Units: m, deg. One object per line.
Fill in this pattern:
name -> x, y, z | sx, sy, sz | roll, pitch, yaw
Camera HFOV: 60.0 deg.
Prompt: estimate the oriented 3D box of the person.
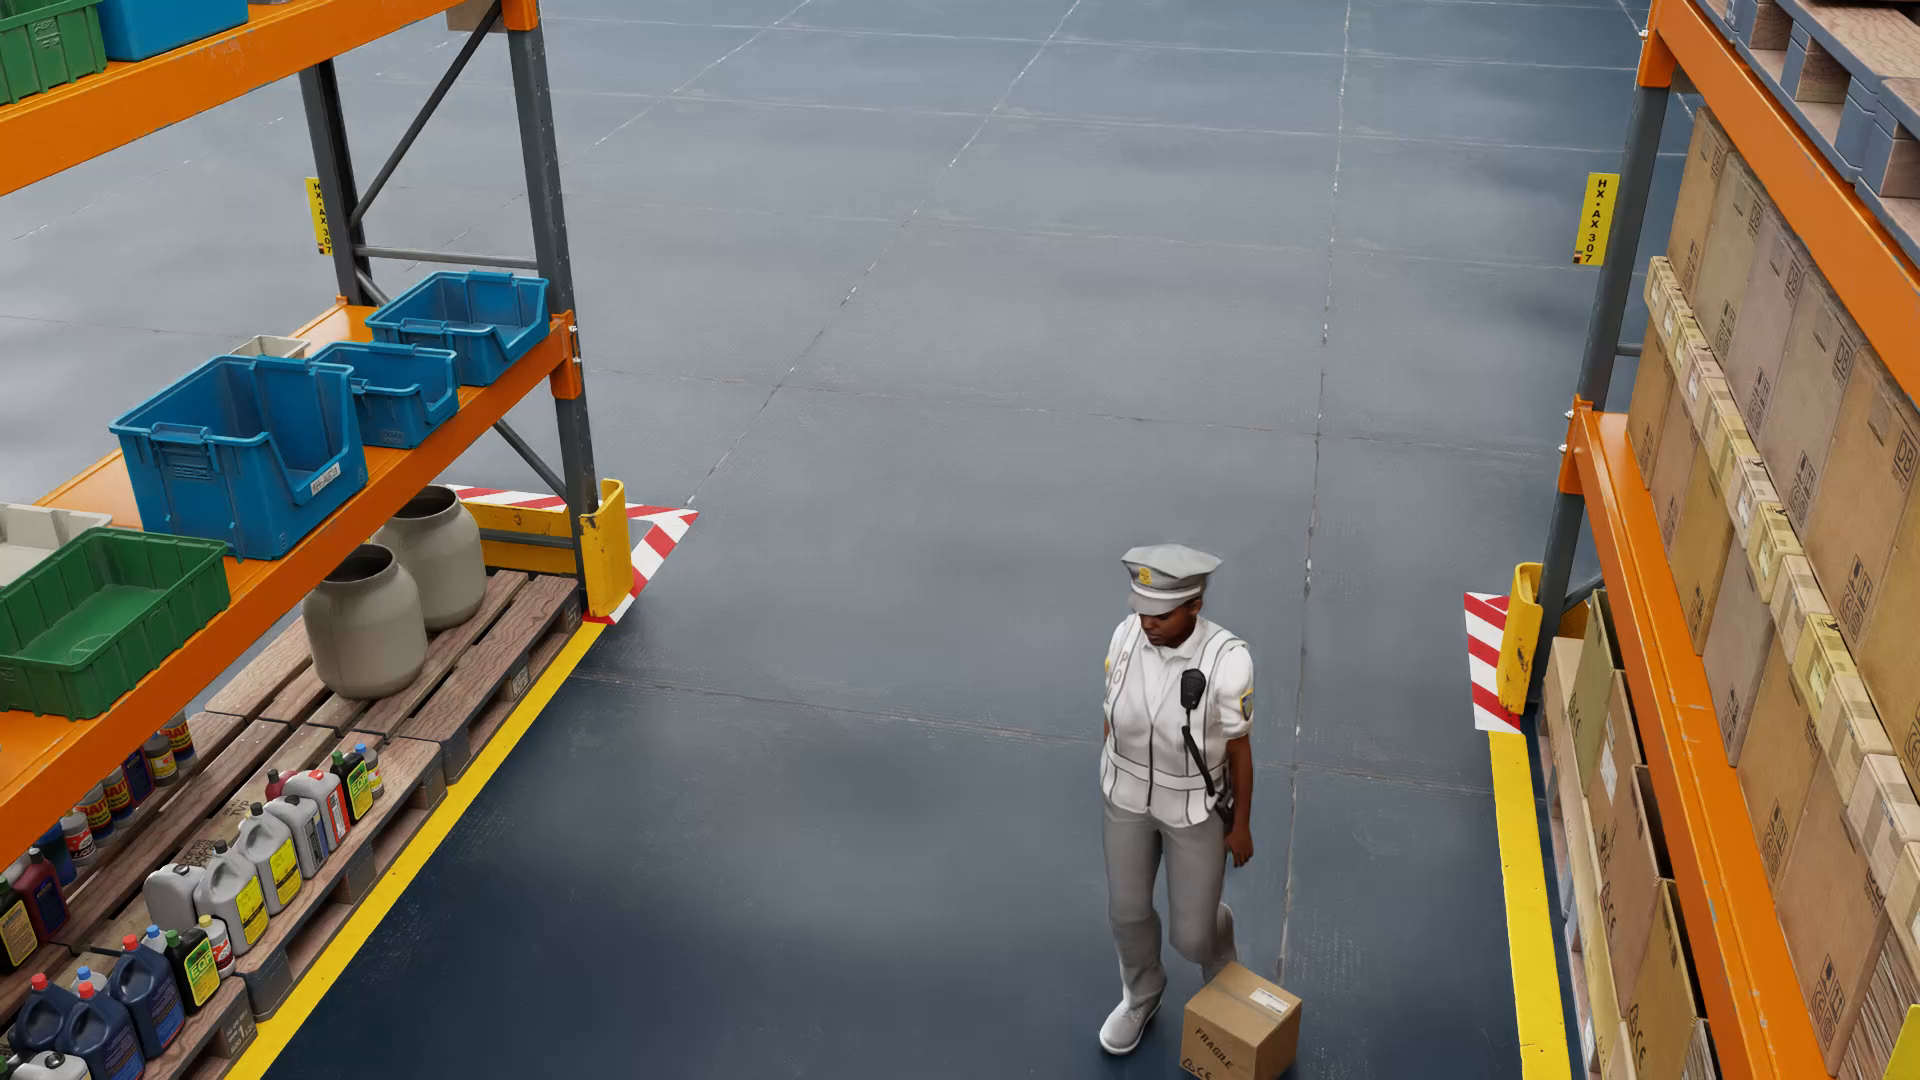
person -> 0.624, 0.734, 4.751 | 0.478, 1.655, 0.510 | 15, 32, 25
